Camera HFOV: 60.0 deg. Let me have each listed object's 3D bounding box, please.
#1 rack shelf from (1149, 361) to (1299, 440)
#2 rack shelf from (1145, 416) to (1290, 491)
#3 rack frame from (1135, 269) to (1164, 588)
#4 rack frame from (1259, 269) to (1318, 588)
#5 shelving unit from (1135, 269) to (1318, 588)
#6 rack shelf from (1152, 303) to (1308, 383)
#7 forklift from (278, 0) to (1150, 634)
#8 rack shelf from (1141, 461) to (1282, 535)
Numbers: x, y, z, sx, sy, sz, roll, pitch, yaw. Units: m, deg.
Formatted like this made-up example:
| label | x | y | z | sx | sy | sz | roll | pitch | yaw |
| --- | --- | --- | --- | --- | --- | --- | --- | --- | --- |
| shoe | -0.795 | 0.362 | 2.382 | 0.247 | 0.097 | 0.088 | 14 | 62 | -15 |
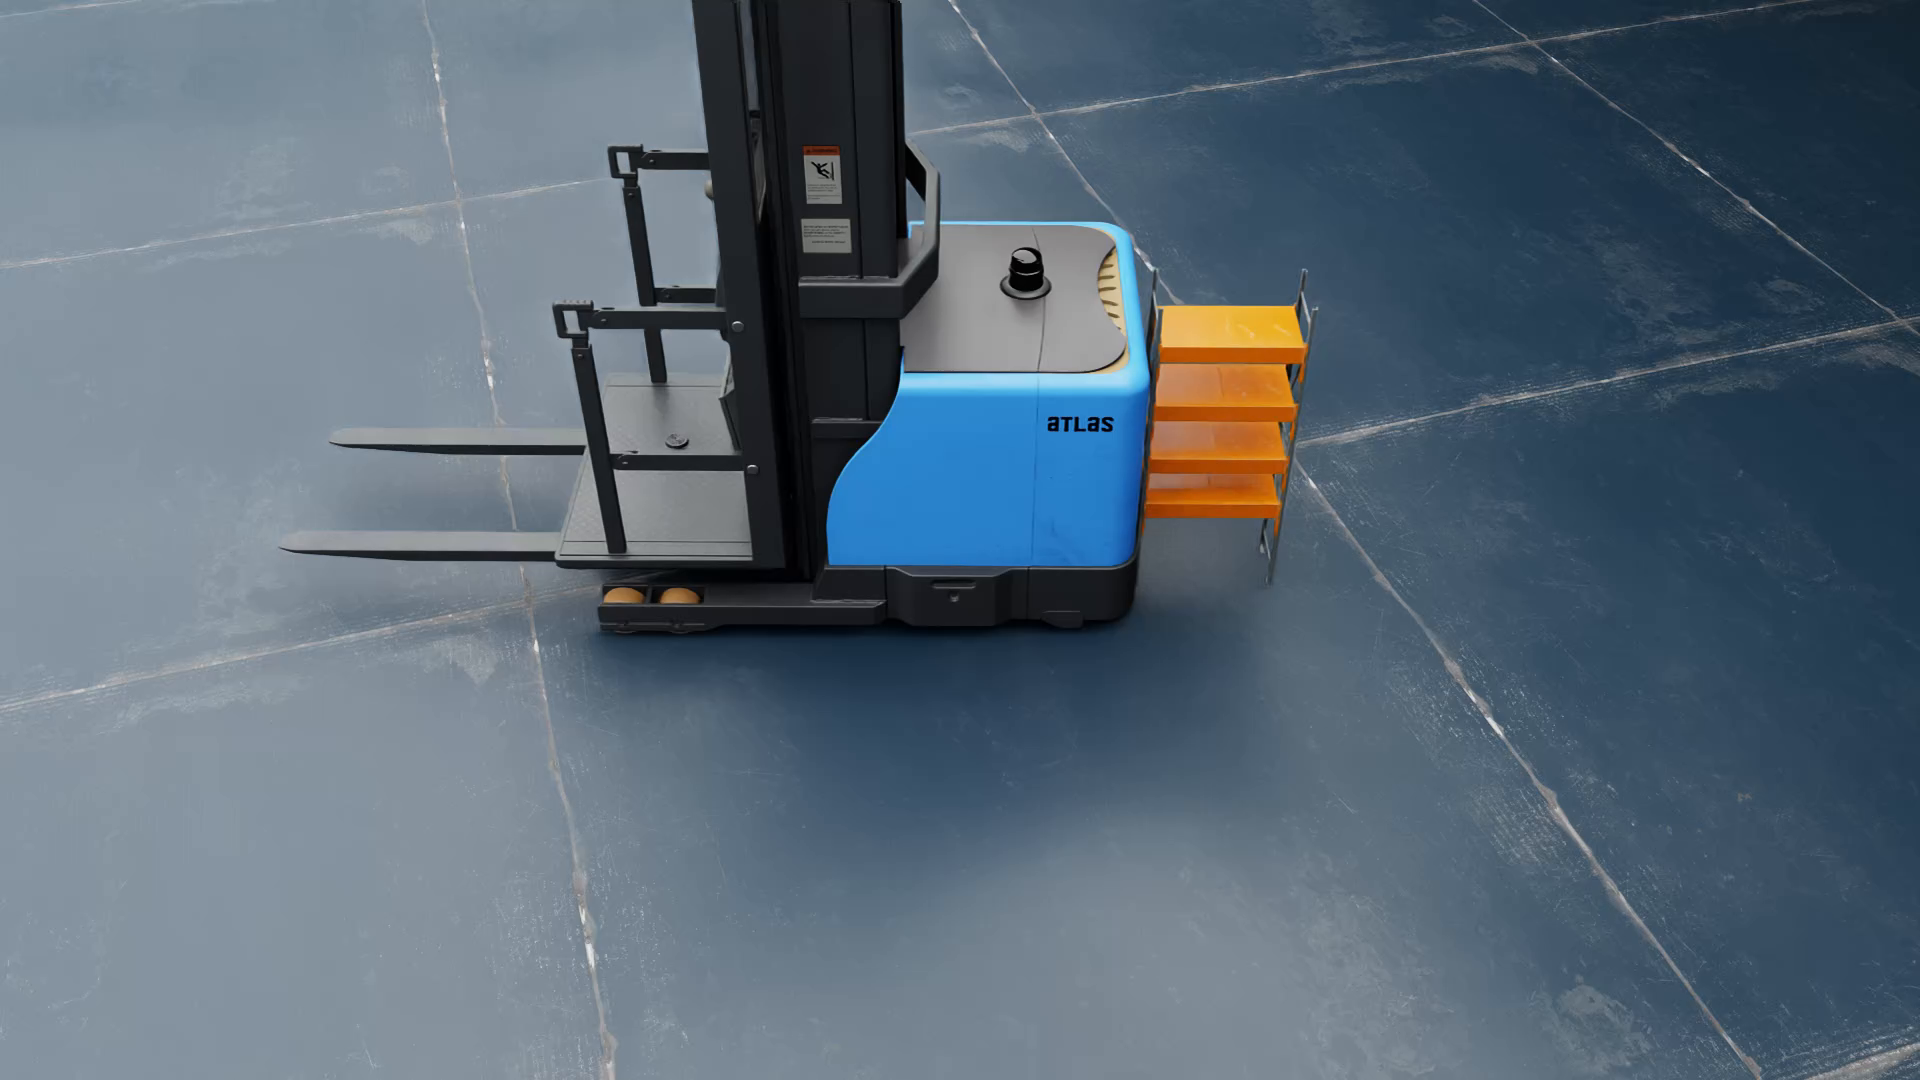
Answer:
| label | x | y | z | sx | sy | sz | roll | pitch | yaw |
| --- | --- | --- | --- | --- | --- | --- | --- | --- | --- |
| rack shelf | 0.882 | -0.474 | 5.643 | 0.480 | 0.148 | 0.258 | 0 | 41 | 0 |
| rack shelf | 0.882 | -0.306 | 5.790 | 0.480 | 0.148 | 0.258 | 0 | 41 | 0 |
| rack frame | 0.638 | -0.358 | 5.747 | 0.015 | 1.200 | 0.240 | 0 | 41 | 0 |
| rack frame | 1.126 | -0.355 | 5.745 | 0.015 | 1.200 | 0.240 | 0 | 41 | 0 |
| shelving unit | 0.882 | -0.356 | 5.746 | 0.503 | 1.200 | 0.258 | 0 | 41 | 0 |
| rack shelf | 0.882 | -0.652 | 5.487 | 0.480 | 0.148 | 0.258 | 0 | 41 | 0 |
| forklift | -0.897 | -1.122 | 5.306 | 3.031 | 2.935 | 1.130 | 0 | 41 | 0 |
| rack shelf | 0.882 | -0.156 | 5.921 | 0.480 | 0.148 | 0.258 | 0 | 41 | 0 |
